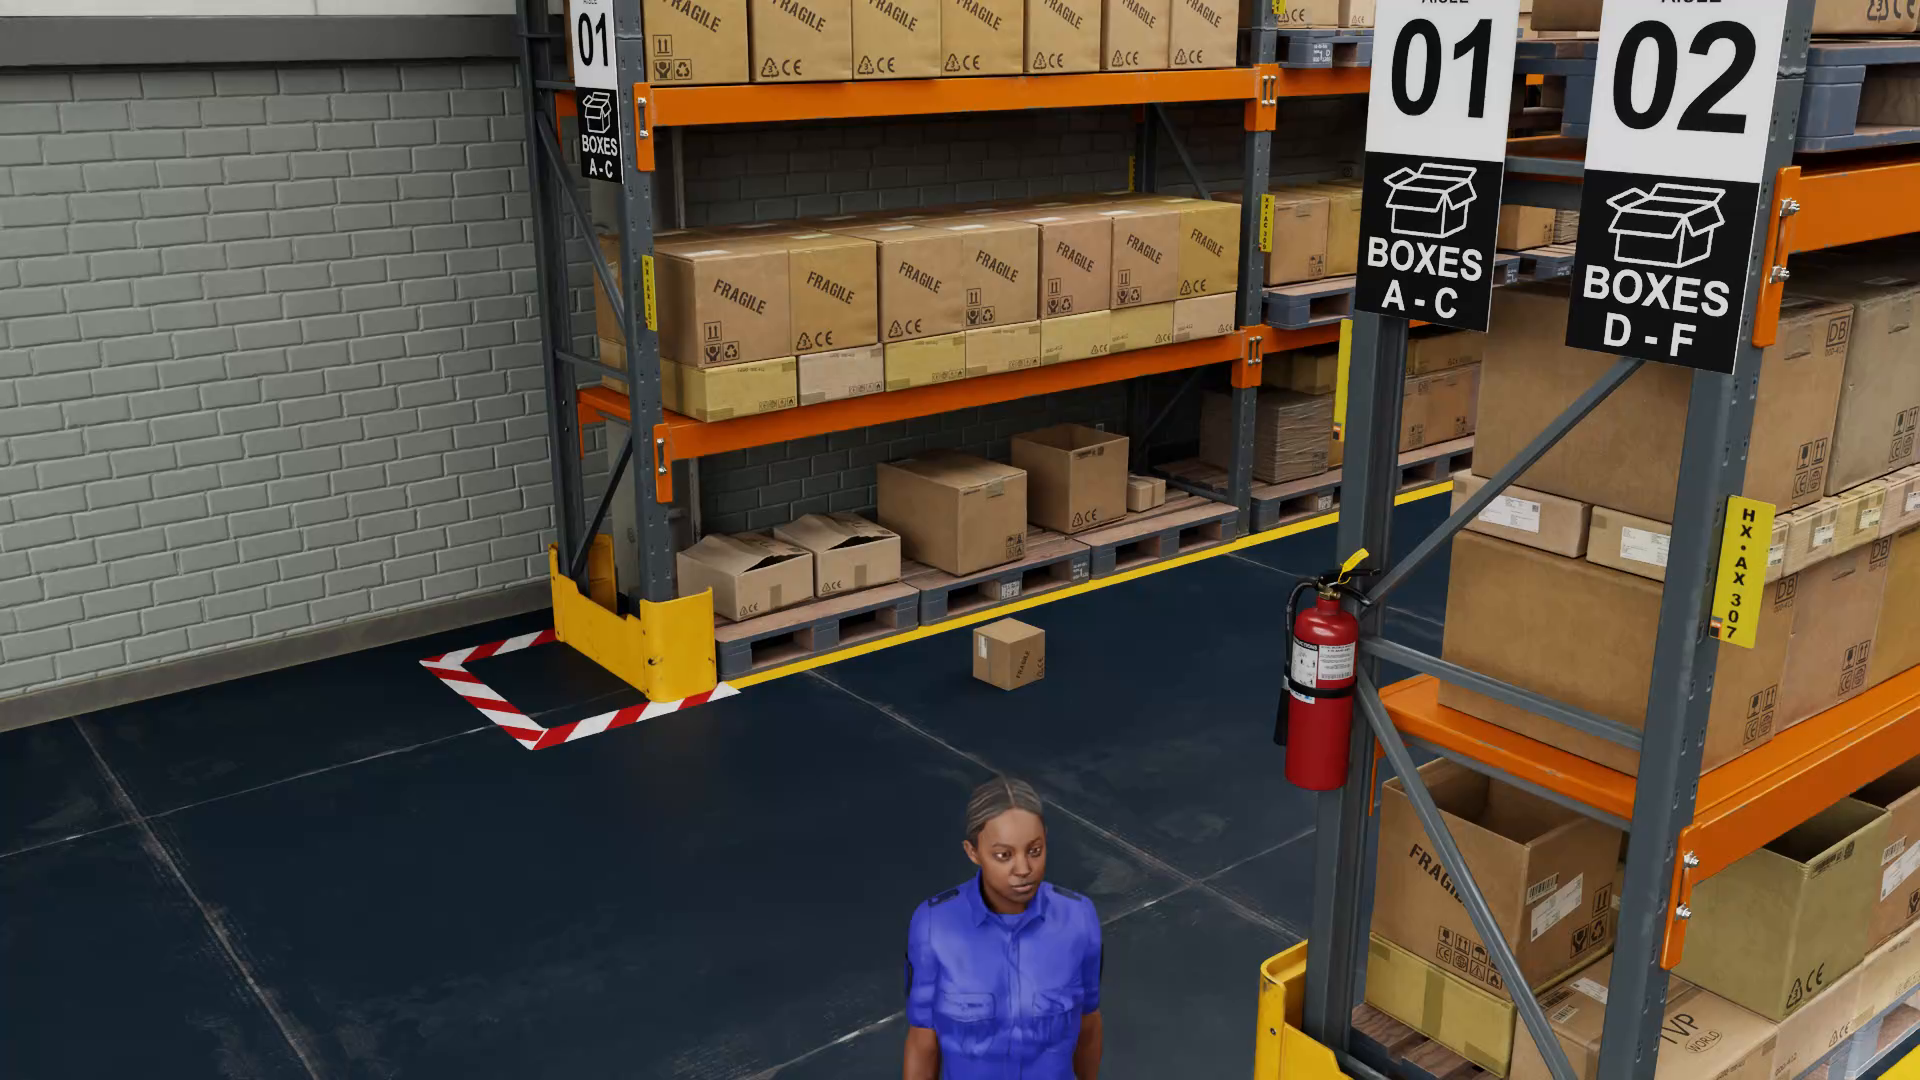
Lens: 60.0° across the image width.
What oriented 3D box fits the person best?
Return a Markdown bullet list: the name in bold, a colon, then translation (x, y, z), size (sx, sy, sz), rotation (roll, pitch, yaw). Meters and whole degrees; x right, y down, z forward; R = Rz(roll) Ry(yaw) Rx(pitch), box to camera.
- **person**: translation (0.094, 1.264, 3.591), size (0.435, 1.625, 0.769), rotation (-1, 18, -2)
